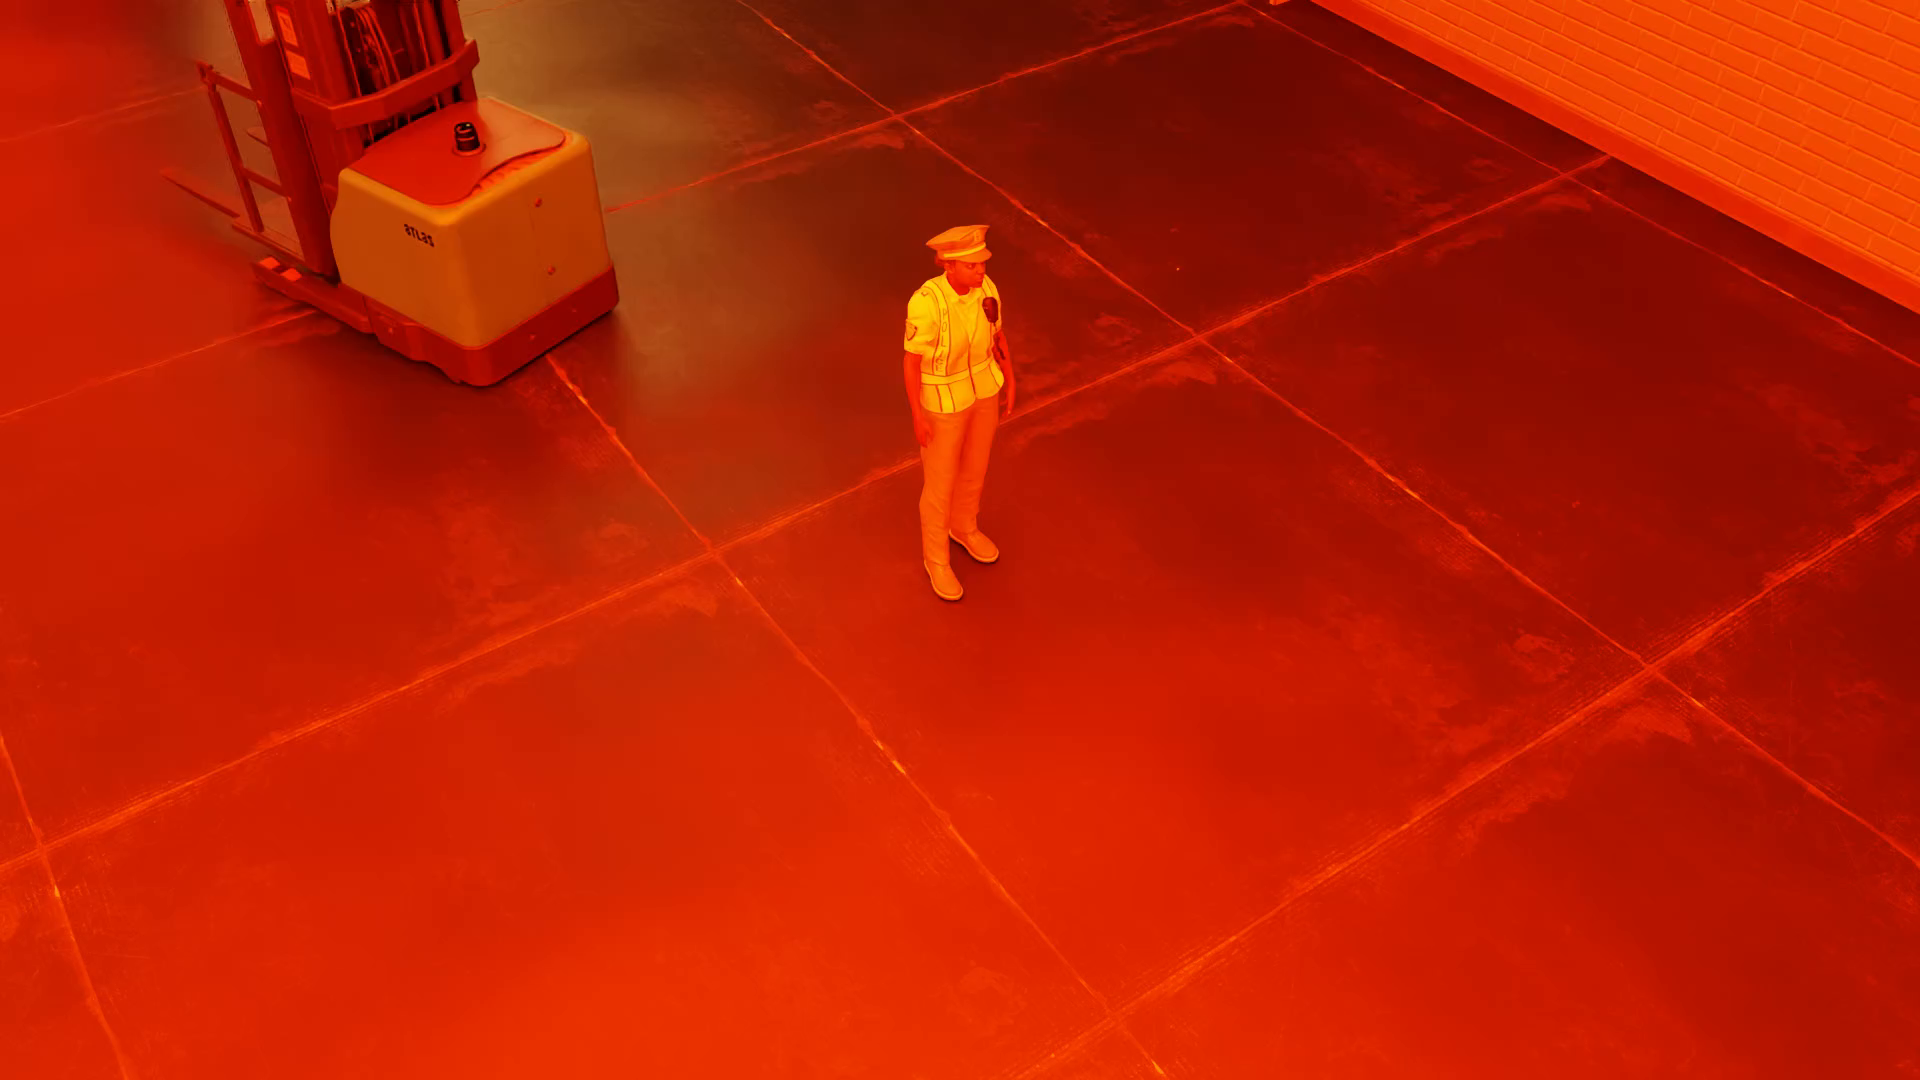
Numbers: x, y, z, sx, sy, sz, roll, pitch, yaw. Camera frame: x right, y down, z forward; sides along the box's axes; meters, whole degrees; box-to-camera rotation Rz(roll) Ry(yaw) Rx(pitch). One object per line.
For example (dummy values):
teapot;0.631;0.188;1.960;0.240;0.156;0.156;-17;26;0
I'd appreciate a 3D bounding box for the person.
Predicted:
person;0.027;-0.579;7.245;0.569;1.695;0.528;-25;48;-25

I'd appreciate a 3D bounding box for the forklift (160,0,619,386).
forklift;-3.374;-2.691;8.635;3.031;2.935;1.130;27;49;26
